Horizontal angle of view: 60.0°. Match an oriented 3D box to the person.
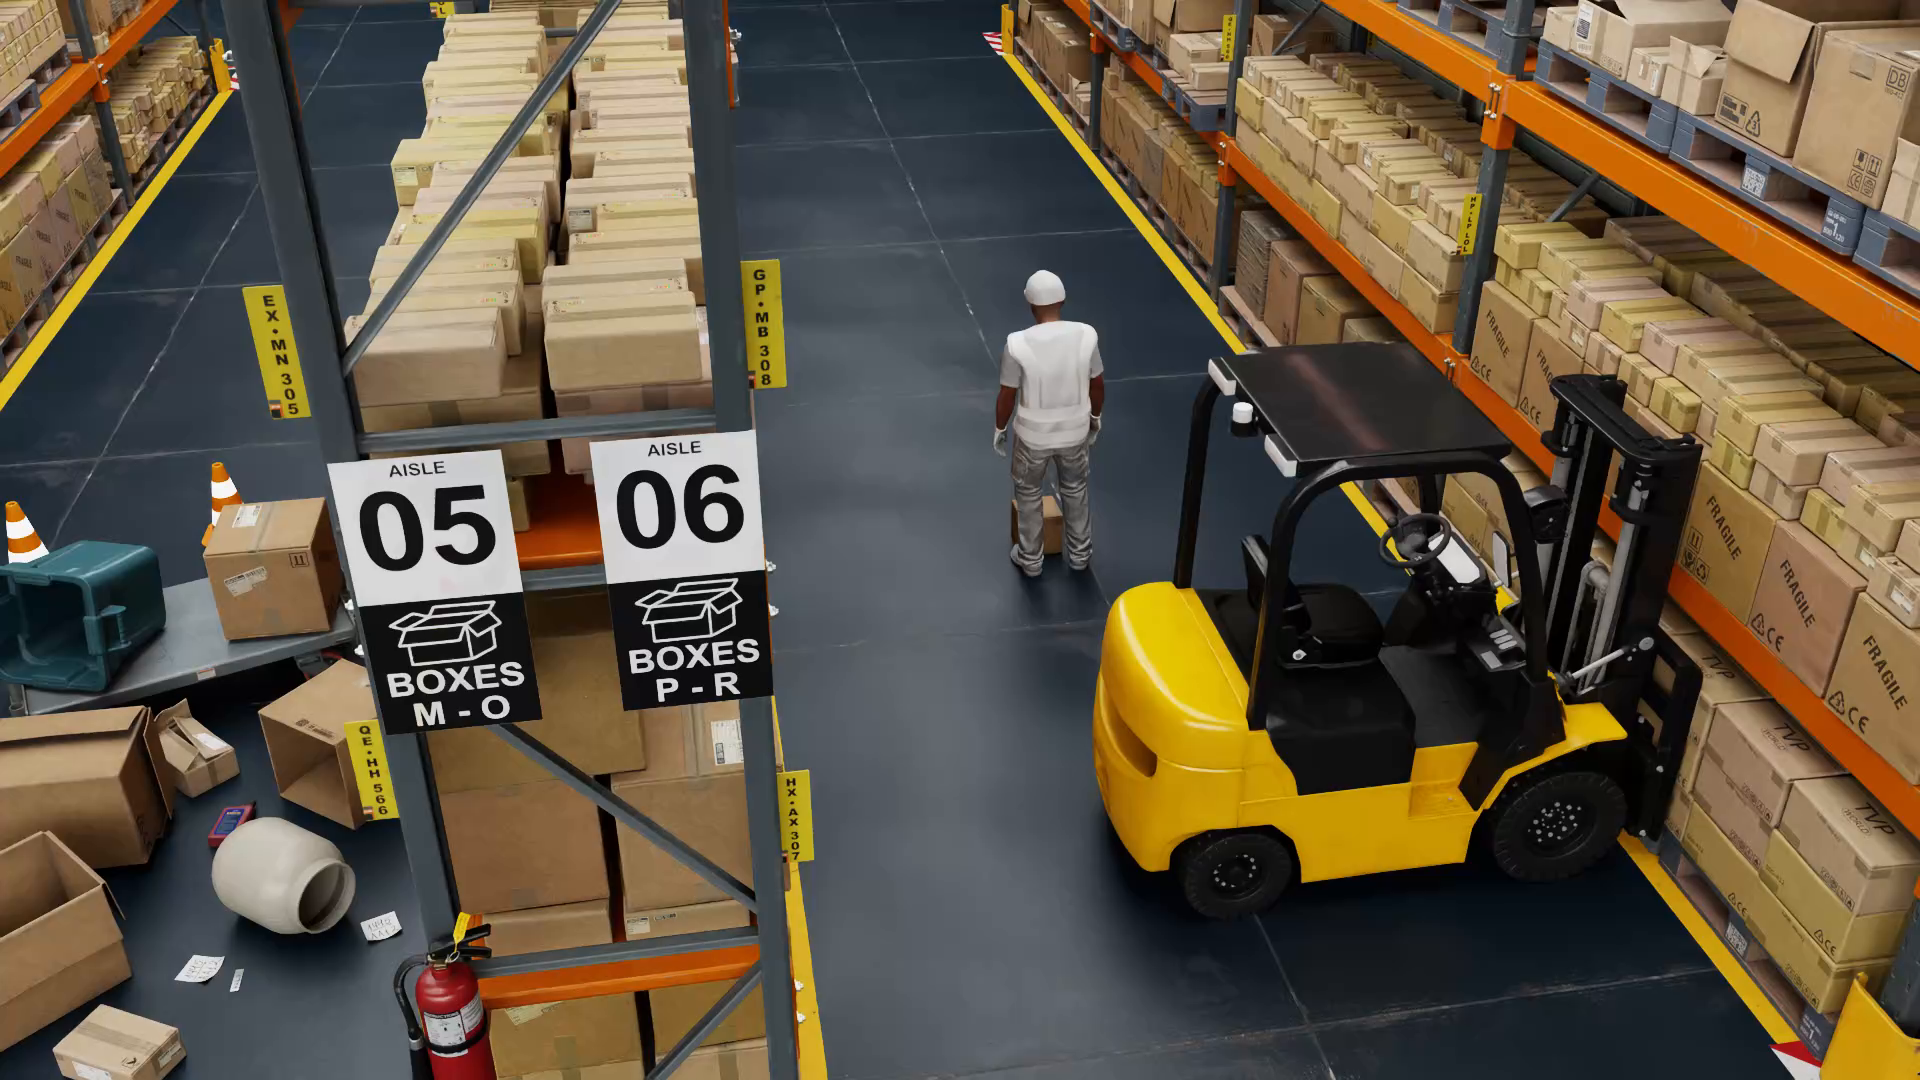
[{"bbox_3d":[0.490,-0.624,9.190,0.629,1.775,0.446,-7,31,-12],"label":"person"}]
